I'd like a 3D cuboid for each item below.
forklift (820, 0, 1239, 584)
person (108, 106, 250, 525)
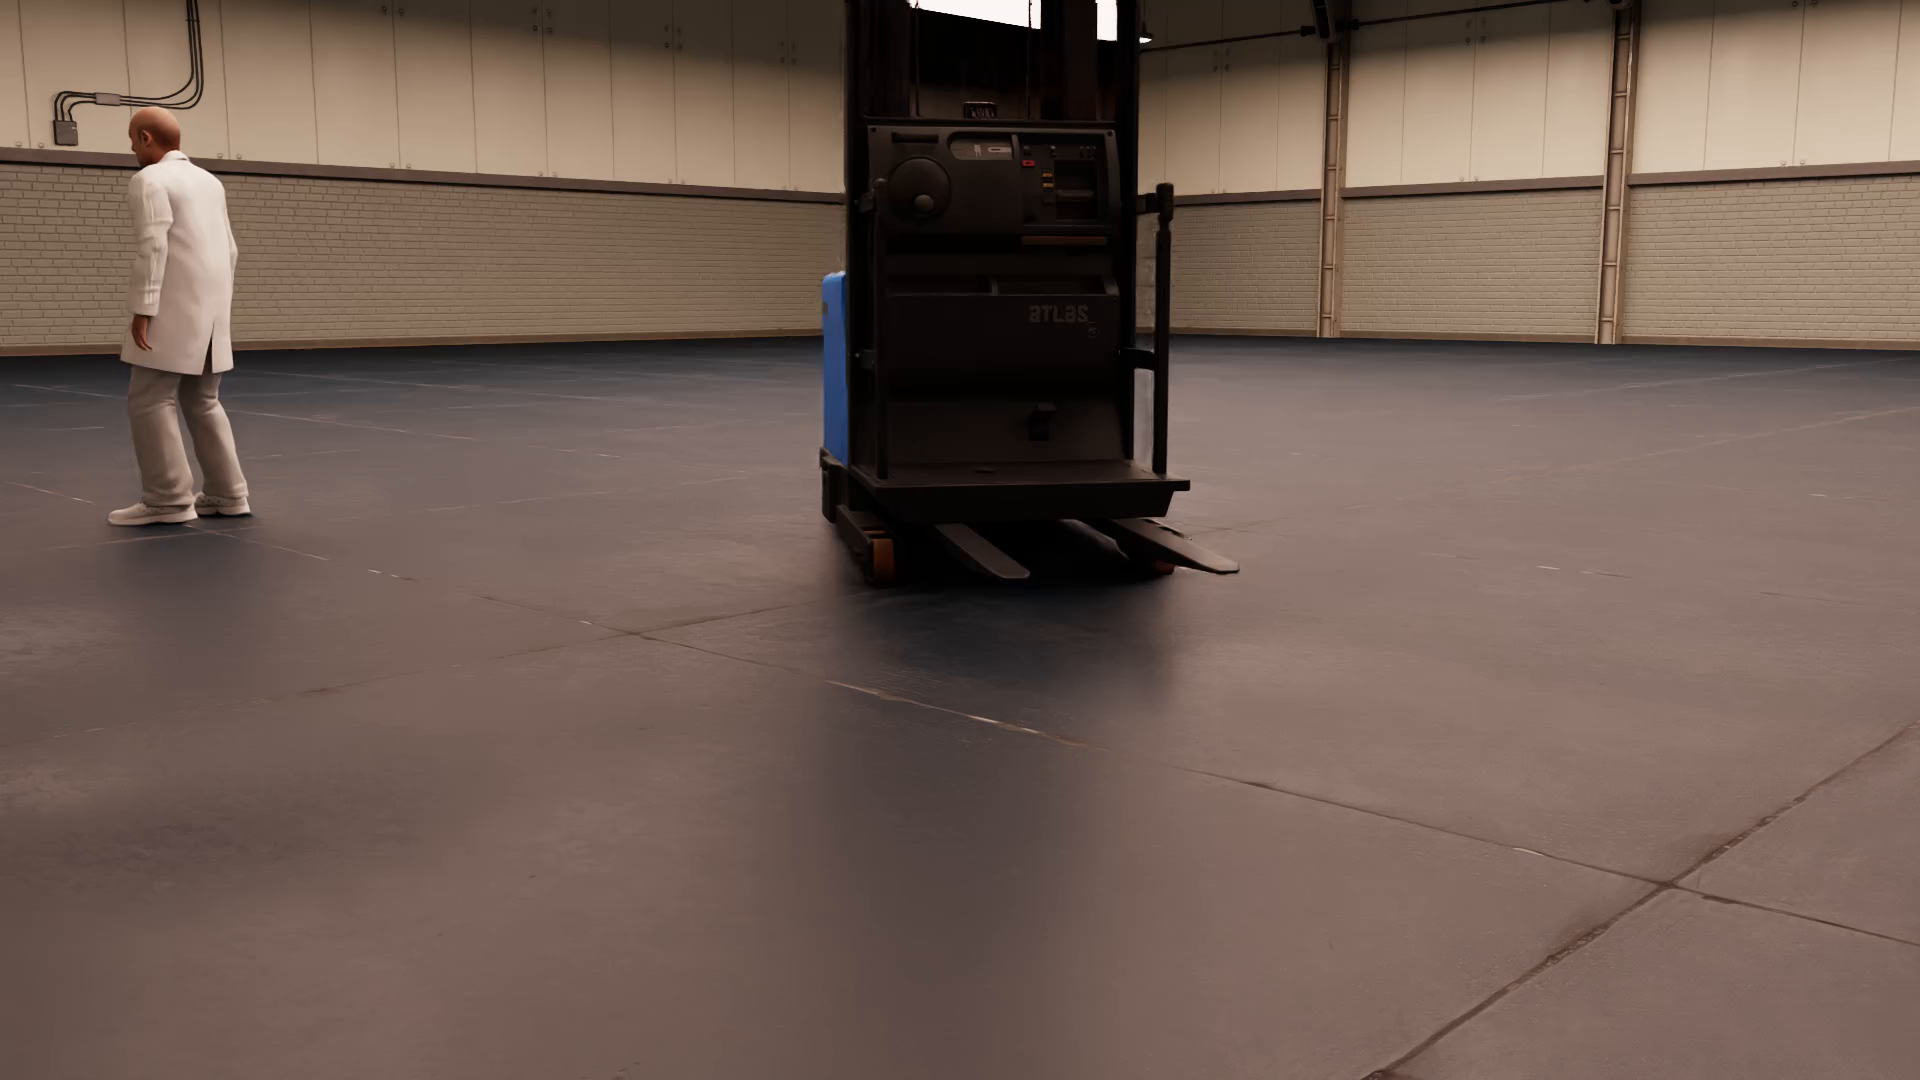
[{"bbox_3d":[0.167,-1.354,5.867,1.130,2.935,3.031,-2,9,-11],"label":"forklift"},{"bbox_3d":[-3.412,-0.967,7.218,0.459,1.779,0.651,2,9,11],"label":"person"}]
